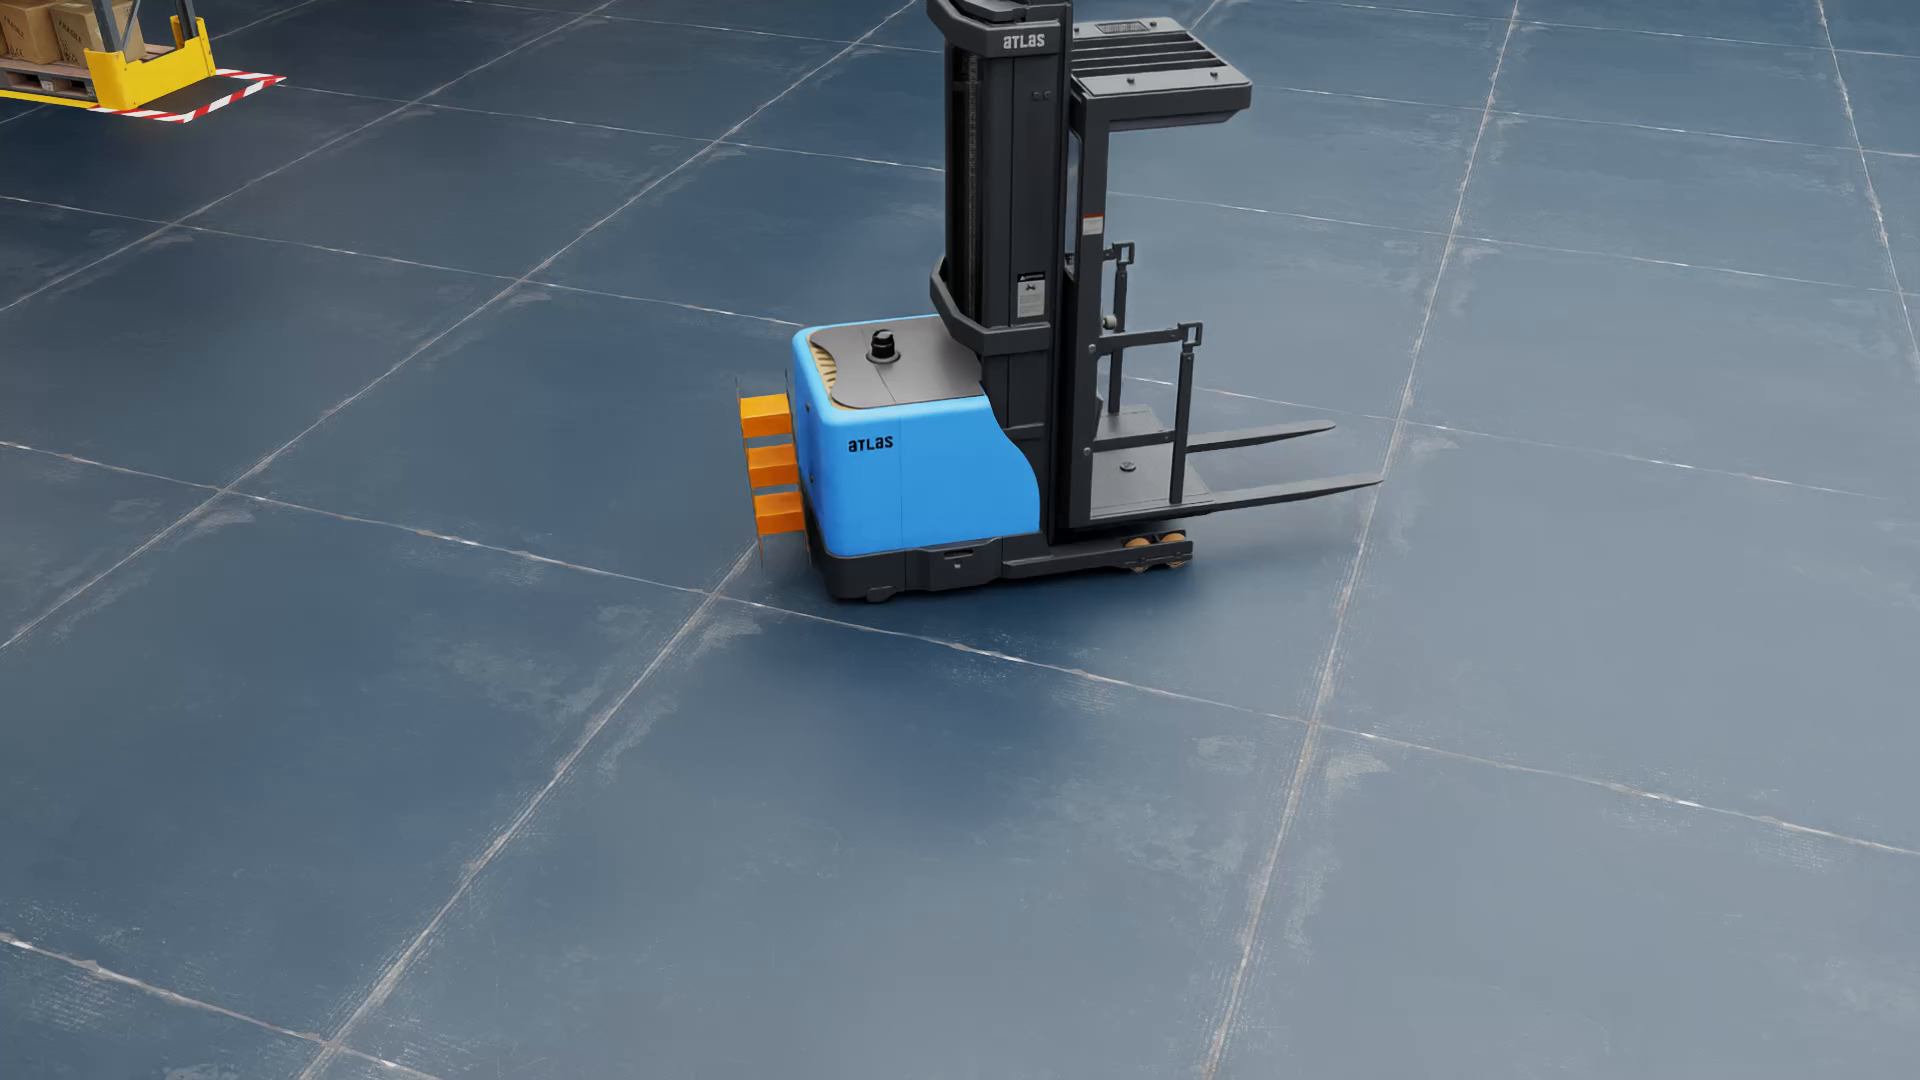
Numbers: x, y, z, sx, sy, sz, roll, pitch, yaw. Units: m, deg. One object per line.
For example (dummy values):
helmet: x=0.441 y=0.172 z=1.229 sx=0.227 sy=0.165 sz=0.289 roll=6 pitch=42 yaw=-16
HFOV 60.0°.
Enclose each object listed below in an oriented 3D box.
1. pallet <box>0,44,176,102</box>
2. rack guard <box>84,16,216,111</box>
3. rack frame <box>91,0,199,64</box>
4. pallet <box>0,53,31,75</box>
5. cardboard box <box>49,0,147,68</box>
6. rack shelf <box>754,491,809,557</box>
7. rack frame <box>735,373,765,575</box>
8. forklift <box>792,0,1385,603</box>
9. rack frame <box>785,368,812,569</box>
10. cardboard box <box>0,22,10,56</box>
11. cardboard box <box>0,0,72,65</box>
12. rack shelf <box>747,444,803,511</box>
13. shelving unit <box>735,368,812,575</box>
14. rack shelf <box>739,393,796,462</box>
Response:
pallet: x=-8.011 y=-4.342 z=15.281 sx=1.213 sy=0.211 sz=1.003 roll=11 pitch=34 yaw=16
rack guard: x=-7.258 y=-4.297 z=14.944 sx=0.348 sy=0.500 sz=1.175 roll=11 pitch=34 yaw=16
rack frame: x=-7.187 y=-5.333 z=14.244 sx=0.127 sy=3.000 sz=1.000 roll=11 pitch=34 yaw=16
pallet: x=-9.156 y=-4.566 z=15.628 sx=1.213 sy=0.211 sz=1.003 roll=11 pitch=34 yaw=16
cardboard box: x=-7.769 y=-4.582 z=14.999 sx=0.500 sy=0.500 sz=0.500 roll=18 pitch=37 yaw=25
rack shelf: x=-0.907 y=-0.090 z=8.439 sx=0.240 sy=0.259 sz=0.215 roll=-7 pitch=33 yaw=-4
rack frame: x=-1.045 y=-0.316 z=8.272 sx=0.008 sy=1.050 sz=0.200 roll=-7 pitch=33 yaw=-4
forklift: x=0.709 y=-1.343 z=8.127 sx=3.031 sy=2.935 sz=1.130 roll=-8 pitch=34 yaw=-12
rack frame: x=-0.804 y=-0.346 z=8.291 sx=0.008 sy=1.050 sz=0.200 roll=-7 pitch=33 yaw=-4
cardboard box: x=-8.926 y=-4.798 z=15.334 sx=0.500 sy=0.500 sz=0.500 roll=14 pitch=35 yaw=21
cardboard box: x=-8.343 y=-4.674 z=15.141 sx=0.500 sy=0.500 sz=0.500 roll=21 pitch=38 yaw=29
rack shelf: x=-0.924 y=-0.322 z=8.287 sx=0.240 sy=0.259 sz=0.215 roll=-7 pitch=33 yaw=-4
shelving unit: x=-0.924 y=-0.331 z=8.281 sx=0.252 sy=1.050 sz=0.215 roll=-7 pitch=33 yaw=-4
rack shelf: x=-0.941 y=-0.559 z=8.132 sx=0.240 sy=0.259 sz=0.215 roll=-7 pitch=33 yaw=-4
